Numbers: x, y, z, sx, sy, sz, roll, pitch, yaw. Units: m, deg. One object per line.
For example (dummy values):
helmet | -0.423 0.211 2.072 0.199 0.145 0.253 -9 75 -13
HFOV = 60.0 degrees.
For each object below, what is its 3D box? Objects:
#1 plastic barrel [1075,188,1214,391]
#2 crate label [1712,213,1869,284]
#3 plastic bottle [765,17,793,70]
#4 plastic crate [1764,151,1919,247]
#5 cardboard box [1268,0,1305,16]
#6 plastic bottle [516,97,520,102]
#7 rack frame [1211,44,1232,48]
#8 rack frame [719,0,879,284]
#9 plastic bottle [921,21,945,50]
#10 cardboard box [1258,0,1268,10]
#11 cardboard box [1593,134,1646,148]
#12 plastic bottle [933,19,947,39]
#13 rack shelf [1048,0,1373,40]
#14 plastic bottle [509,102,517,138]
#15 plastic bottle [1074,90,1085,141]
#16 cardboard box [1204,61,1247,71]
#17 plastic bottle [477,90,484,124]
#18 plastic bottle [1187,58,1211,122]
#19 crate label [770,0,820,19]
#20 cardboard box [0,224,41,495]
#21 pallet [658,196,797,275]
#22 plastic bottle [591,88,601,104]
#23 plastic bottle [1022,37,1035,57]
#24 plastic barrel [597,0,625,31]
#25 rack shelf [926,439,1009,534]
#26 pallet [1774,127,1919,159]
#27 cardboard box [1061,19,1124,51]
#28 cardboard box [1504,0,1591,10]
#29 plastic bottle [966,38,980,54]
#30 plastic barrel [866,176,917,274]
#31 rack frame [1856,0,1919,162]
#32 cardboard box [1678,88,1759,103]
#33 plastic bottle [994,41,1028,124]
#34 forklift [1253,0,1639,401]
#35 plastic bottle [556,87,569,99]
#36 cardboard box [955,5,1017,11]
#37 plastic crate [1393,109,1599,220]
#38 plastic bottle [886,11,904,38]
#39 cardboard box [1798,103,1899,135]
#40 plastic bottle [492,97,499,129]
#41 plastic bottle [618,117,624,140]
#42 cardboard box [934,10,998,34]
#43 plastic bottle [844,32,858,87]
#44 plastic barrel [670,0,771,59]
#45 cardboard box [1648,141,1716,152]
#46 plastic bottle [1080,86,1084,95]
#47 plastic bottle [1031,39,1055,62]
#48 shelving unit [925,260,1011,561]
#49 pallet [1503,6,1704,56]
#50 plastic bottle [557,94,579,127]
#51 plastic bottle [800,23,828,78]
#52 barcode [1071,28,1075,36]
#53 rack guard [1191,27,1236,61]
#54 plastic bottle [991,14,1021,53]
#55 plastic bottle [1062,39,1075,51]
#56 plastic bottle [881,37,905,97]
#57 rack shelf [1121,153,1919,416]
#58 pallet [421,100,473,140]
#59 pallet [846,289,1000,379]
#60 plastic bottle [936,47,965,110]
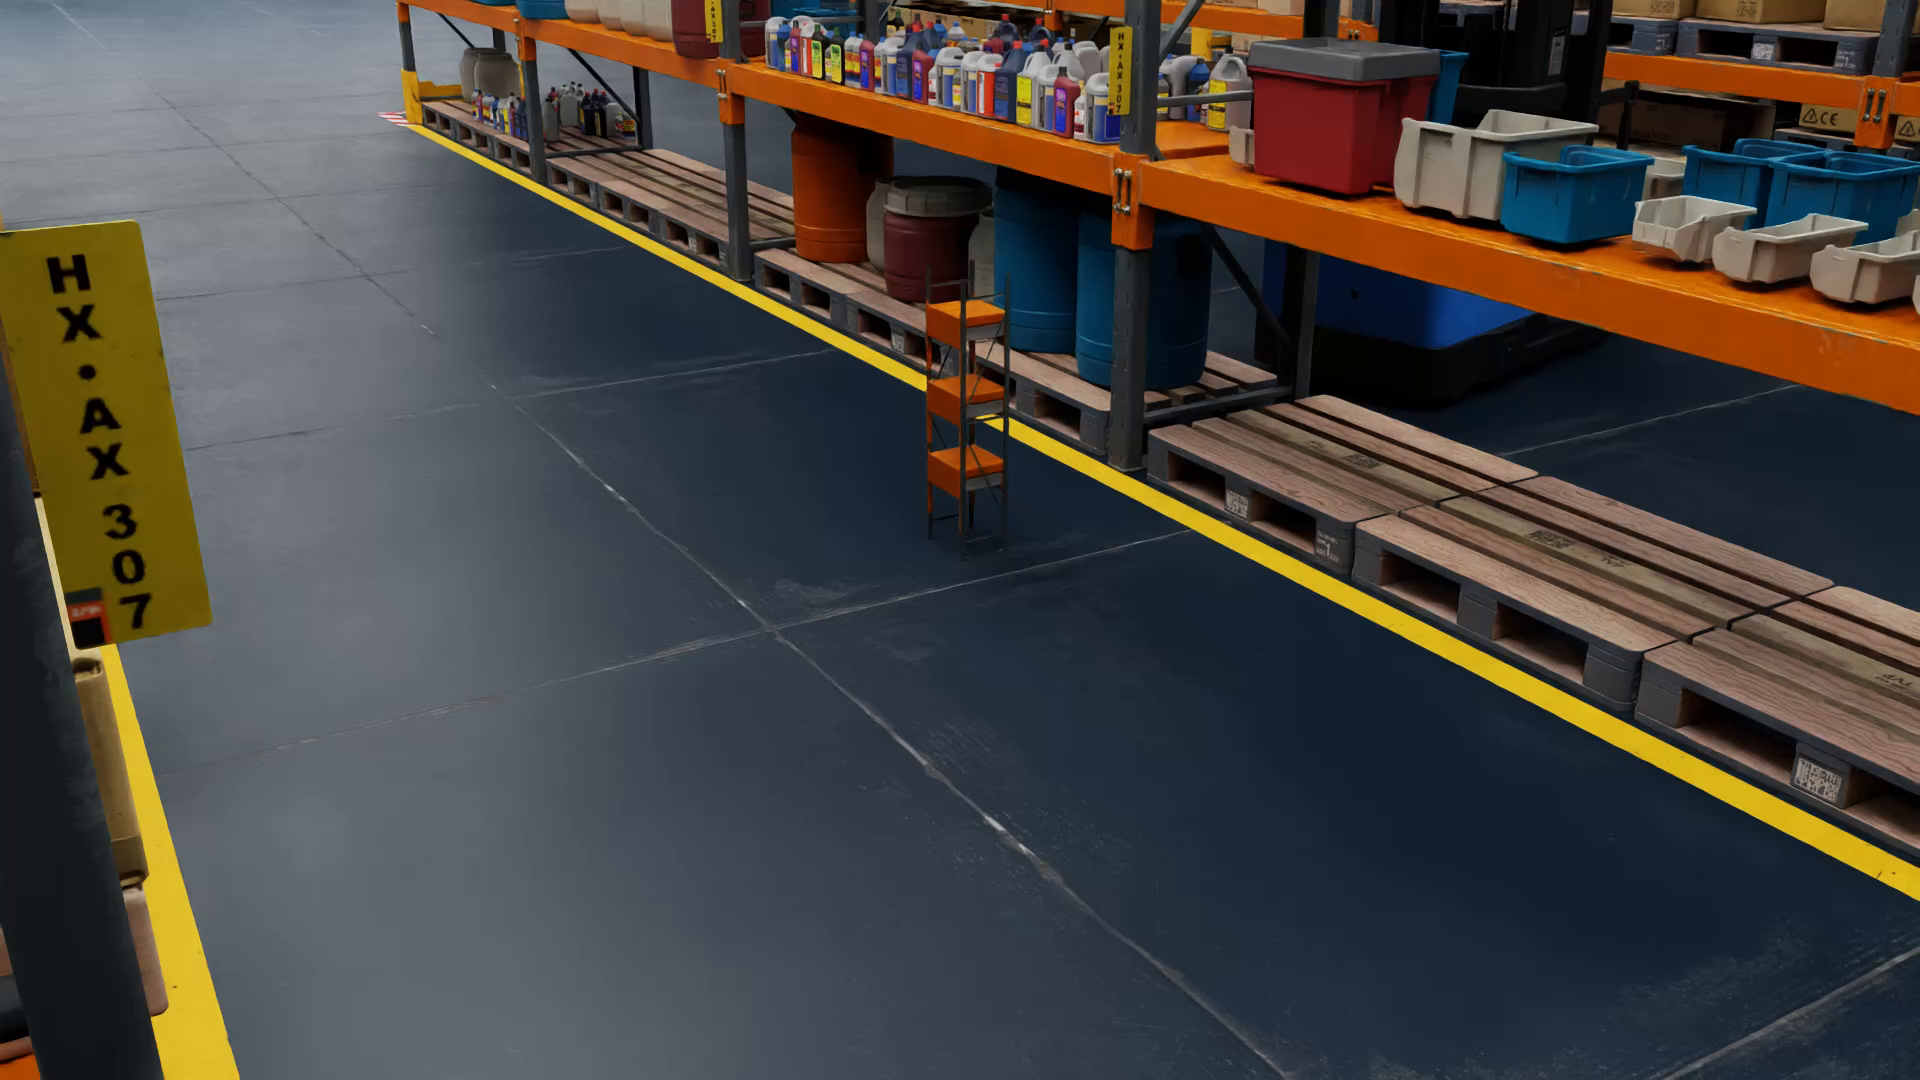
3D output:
plastic barrel | 0.826 -1.181 7.463 0.600 0.901 0.708 -13 25 -28
crate label | 2.262 -0.801 4.570 0.396 0.136 0.243 -13 25 -28
plastic bottle | -1.011 -2.815 9.417 0.152 0.276 0.135 -13 25 -28
plastic crate | 2.617 -1.004 4.941 0.416 0.233 0.300 -13 25 -28
cardboard box | 2.609 -4.147 12.865 0.380 0.149 0.250 -13 25 -28
plastic bottle | -3.825 -3.708 14.475 0.061 0.283 0.133 -13 25 -28
rack frame | 3.477 -7.570 20.951 1.000 3.000 0.127 -13 25 -28
rack frame | -0.954 -3.074 9.891 1.000 3.000 0.127 -13 25 -28
plastic bottle | -0.162 -2.421 8.349 0.144 0.351 0.185 -13 25 -28
cardboard box | 2.607 -4.311 13.269 0.380 0.149 0.250 -11 24 -24
cardboard box | 4.088 -2.370 10.893 0.500 0.500 0.500 -14 26 -30
plastic bottle | -0.120 -2.787 9.356 0.097 0.271 0.097 0 22 0
rack shelf | 2.285 -4.340 13.961 1.077 0.370 4.000 -13 25 -28
plastic bottle | -3.791 -3.574 14.145 0.061 0.283 0.133 -11 24 -25
plastic bottle | 0.527 -1.785 6.984 0.097 0.201 0.097 0 22 0
cardboard box | 2.241 -4.096 14.754 0.500 0.311 0.500 -13 25 -28
plastic bottle | -4.282 -3.886 14.911 0.061 0.283 0.133 -12 25 -27
plastic bottle | 1.076 -2.029 7.491 0.097 0.271 0.097 0 22 0
crate label | -1.229 -3.464 10.804 0.502 0.435 0.616 -13 25 -28
cardboard box | -1.394 -0.317 1.916 0.500 0.500 0.500 -13 26 -30
pallet | -1.316 -2.041 11.052 1.003 0.211 1.213 -13 25 -28
plastic bottle | -3.149 -3.748 14.483 0.144 0.351 0.185 -14 26 -30
plastic bottle | 0.330 -2.396 8.393 0.097 0.271 0.097 0 22 0
plastic barrel | -2.322 -3.843 11.602 0.433 0.535 0.433 0 22 0
rack shelf | 0.027 -0.202 6.180 0.215 0.259 0.240 -13 25 -28
pallet | 7.901 -3.418 14.441 1.003 0.211 1.213 -13 25 -28
cardboard box | 1.295 -4.799 16.233 0.500 0.500 0.500 -13 25 -28
cardboard box | 4.028 -3.752 10.868 0.700 0.500 0.500 -8 23 -18
plastic bottle | 0.079 -2.629 9.059 0.097 0.201 0.097 0 22 0
plastic barrel | -0.324 -1.796 9.492 0.421 0.512 0.421 0 22 0
rack frame | 5.350 -2.731 9.047 1.000 3.000 0.127 -13 25 -28
cardboard box | 7.151 -4.249 15.516 0.700 0.500 0.500 -12 25 -27
plastic bottle | 0.244 -2.051 7.440 0.144 0.351 0.185 -13 25 -28
forklift | 2.863 -2.478 8.516 1.130 2.935 3.031 20 29 40
plastic bottle | -3.620 -4.009 15.224 0.152 0.276 0.135 -12 25 -28
cardboard box | 0.273 -5.446 17.826 0.500 0.500 0.500 -13 25 -28
plastic crate | 1.711 -1.223 5.414 0.437 0.282 0.530 -13 25 -28
plastic bottle | -0.380 -2.971 9.793 0.061 0.283 0.133 -13 25 -28
cardboard box | 7.826 -3.915 14.258 0.750 0.750 0.750 -13 25 -29
plastic bottle | -4.052 -3.748 14.588 0.097 0.271 0.097 0 22 0
plastic bottle | -2.835 -3.497 14.063 0.097 0.201 0.097 0 22 0
cardboard box | 0.067 -5.181 17.173 0.500 0.500 0.500 -13 25 -28
plastic bottle | -0.553 -2.502 8.654 0.097 0.271 0.097 0 22 0
plastic barrel | -1.451 -3.229 10.092 0.600 0.536 0.708 -13 25 -28
cardboard box | 4.781 -2.314 10.756 0.500 0.500 0.500 -12 25 -28
plastic bottle | 0.512 -1.840 7.119 0.097 0.201 0.097 0 22 0
plastic bottle | 0.368 -2.079 7.508 0.144 0.351 0.185 -13 25 -28
shelving unit | 0.027 -0.469 6.071 0.215 1.050 0.252 -13 25 -28
pallet | 4.304 -3.308 10.722 1.003 0.211 1.213 -13 25 -28
plastic bottle | -3.481 -3.814 14.745 0.152 0.276 0.135 -13 25 -28
plastic bottle | -0.774 -2.665 9.049 0.152 0.276 0.135 -13 25 -28
barcode | 1.036 -4.649 15.225 0.001 0.075 0.075 -13 25 -28
rack guard | 3.515 -6.387 21.361 1.175 0.500 0.348 -13 25 -28
plastic bottle | 0.249 -2.573 8.724 0.144 0.351 0.185 -13 25 -28
plastic bottle | 0.553 -2.361 8.306 0.097 0.271 0.097 0 22 0
plastic bottle | -0.302 -2.366 8.313 0.152 0.276 0.135 -13 25 -28
rack shelf | 2.111 -0.799 5.248 1.077 0.370 4.000 -13 25 -28
pallet | -4.551 -4.093 16.100 1.003 0.211 1.213 -13 25 -28
pallet | 0.104 -1.141 8.838 1.003 0.211 1.213 -13 25 -28
plastic bottle | -0.021 -2.188 7.875 0.152 0.276 0.135 -13 25 -28
